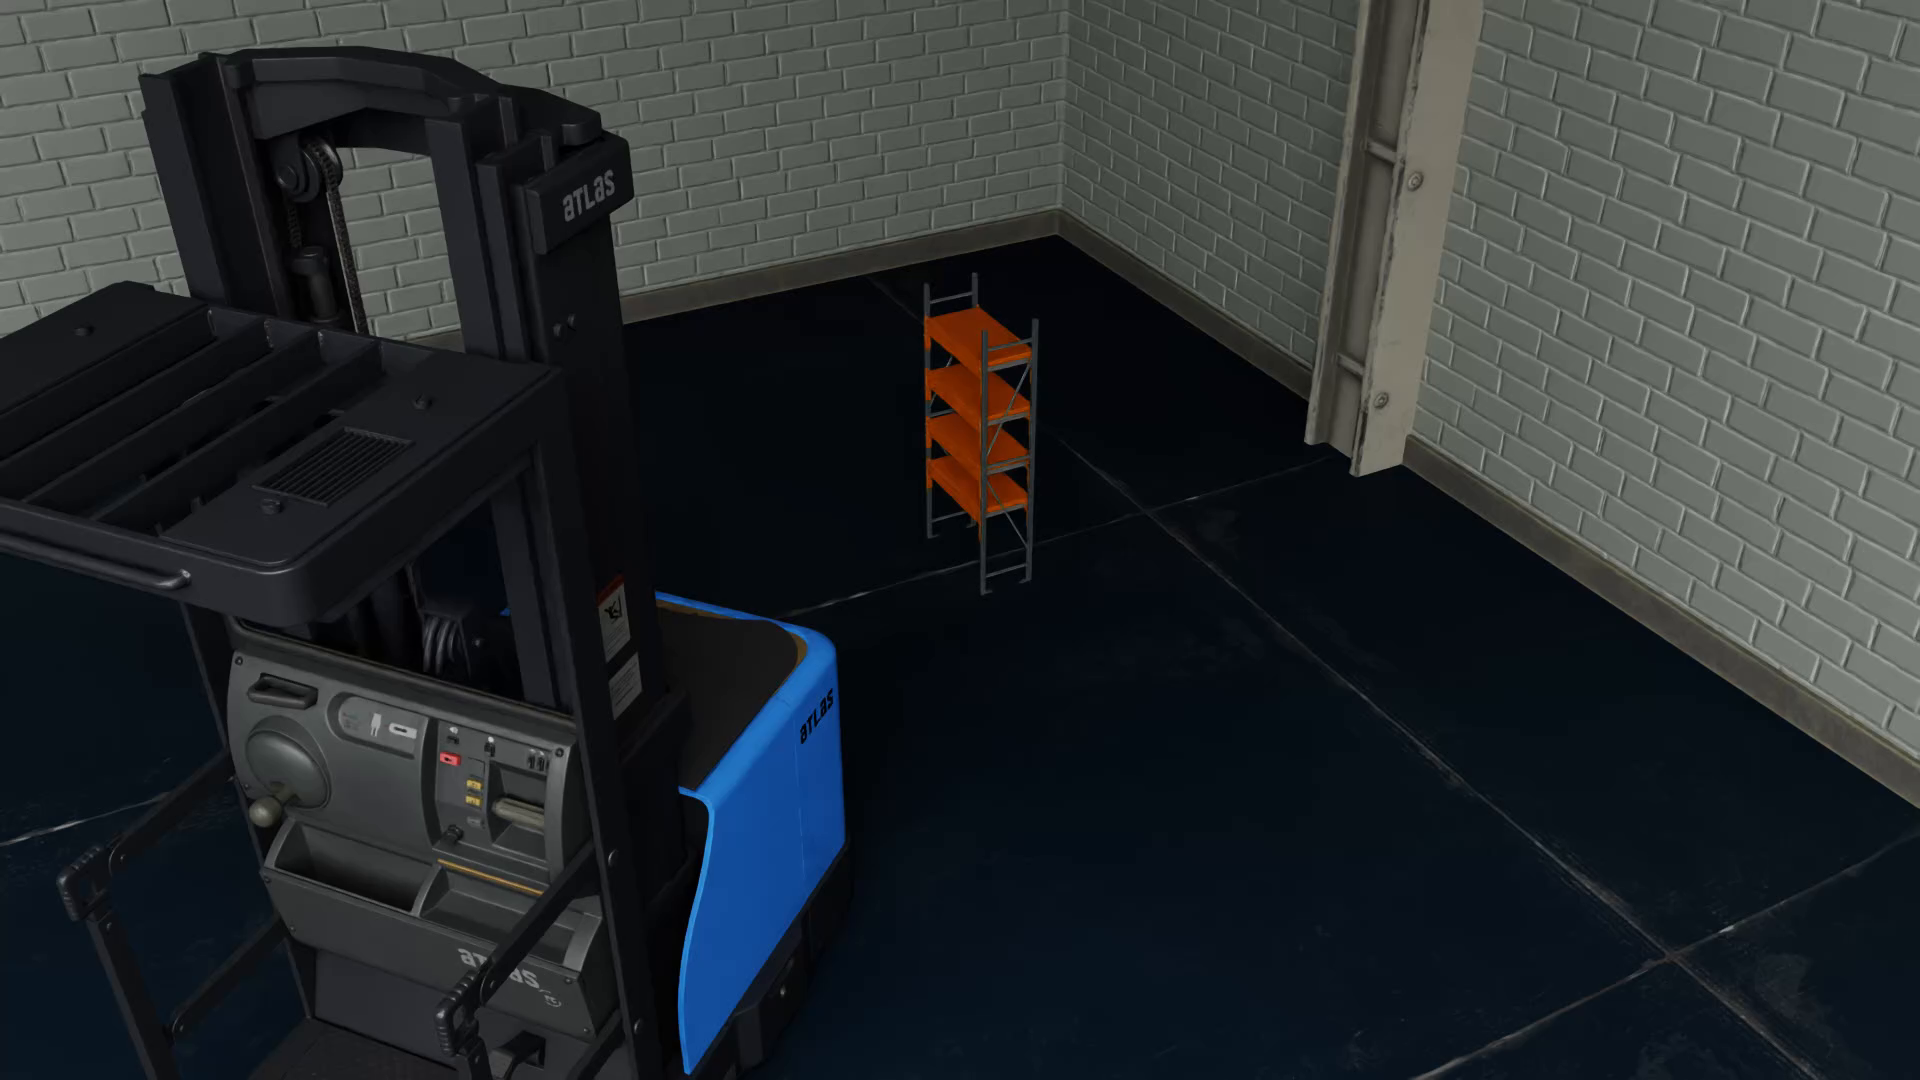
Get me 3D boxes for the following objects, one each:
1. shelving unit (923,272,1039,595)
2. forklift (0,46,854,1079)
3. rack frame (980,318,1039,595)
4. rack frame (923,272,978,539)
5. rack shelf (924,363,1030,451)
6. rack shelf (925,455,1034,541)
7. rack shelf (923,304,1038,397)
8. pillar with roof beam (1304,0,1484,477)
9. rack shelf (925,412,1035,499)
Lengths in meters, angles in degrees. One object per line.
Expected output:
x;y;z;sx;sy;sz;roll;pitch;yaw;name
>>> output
0.077;-0.426;6.803;0.258;1.200;0.503;-16;36;-23;shelving unit
-1.366;0.580;3.627;1.130;2.935;3.031;12;35;18;forklift
0.191;-0.310;6.621;0.240;1.200;0.015;-16;36;-23;rack frame
-0.037;-0.543;6.985;0.240;1.200;0.015;-16;36;-23;rack frame
0.077;-0.558;6.719;0.258;0.148;0.480;-16;36;-23;rack shelf
0.077;-0.202;6.946;0.258;0.148;0.480;-16;36;-23;rack shelf
0.077;-0.757;6.591;0.258;0.148;0.480;-16;36;-23;rack shelf
-1.930;-3.129;3.793;9.100;9.000;0.400;-16;36;-23;pillar with roof beam
0.077;-0.370;6.839;0.258;0.148;0.480;-16;36;-23;rack shelf
